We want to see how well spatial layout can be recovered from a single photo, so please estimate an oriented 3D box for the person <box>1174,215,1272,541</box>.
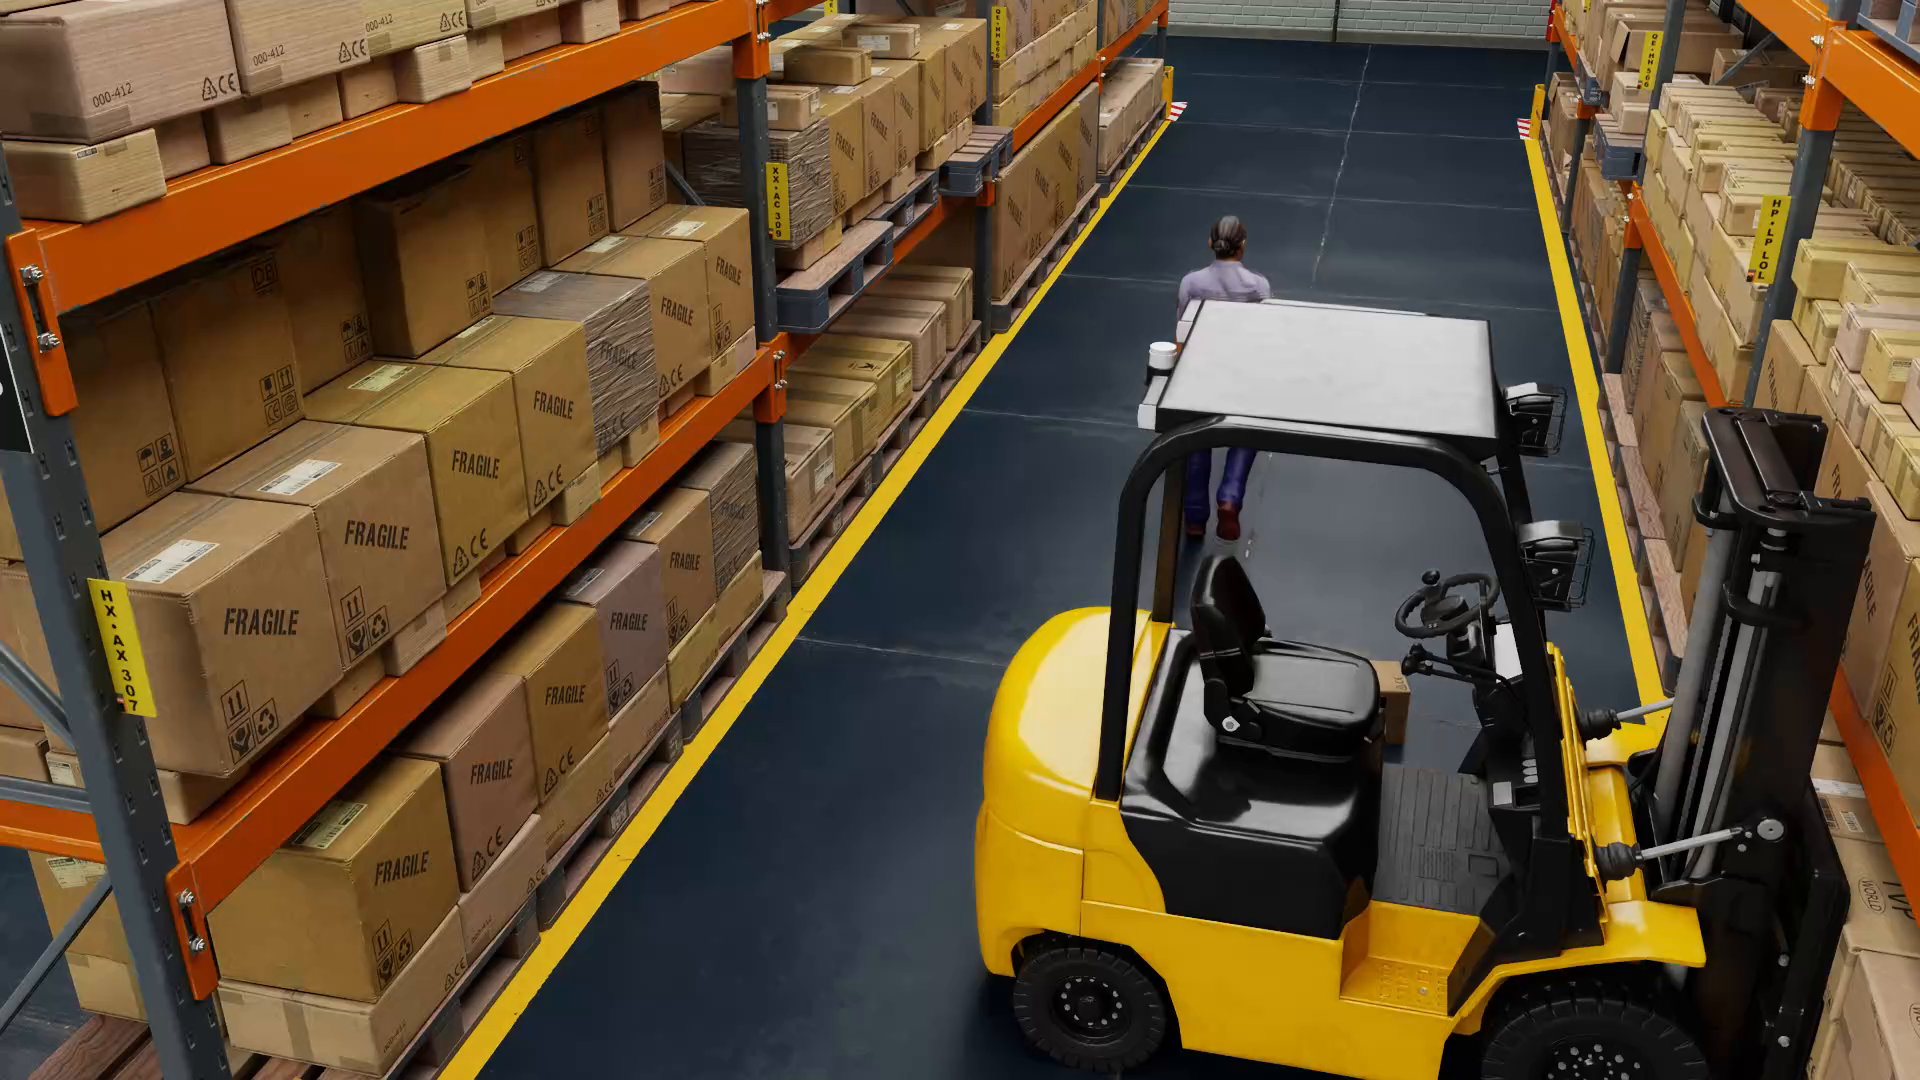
[{"bbox_3d":[1.291,-0.777,8.209,0.491,1.649,0.465,5,26,10],"label":"person"}]
